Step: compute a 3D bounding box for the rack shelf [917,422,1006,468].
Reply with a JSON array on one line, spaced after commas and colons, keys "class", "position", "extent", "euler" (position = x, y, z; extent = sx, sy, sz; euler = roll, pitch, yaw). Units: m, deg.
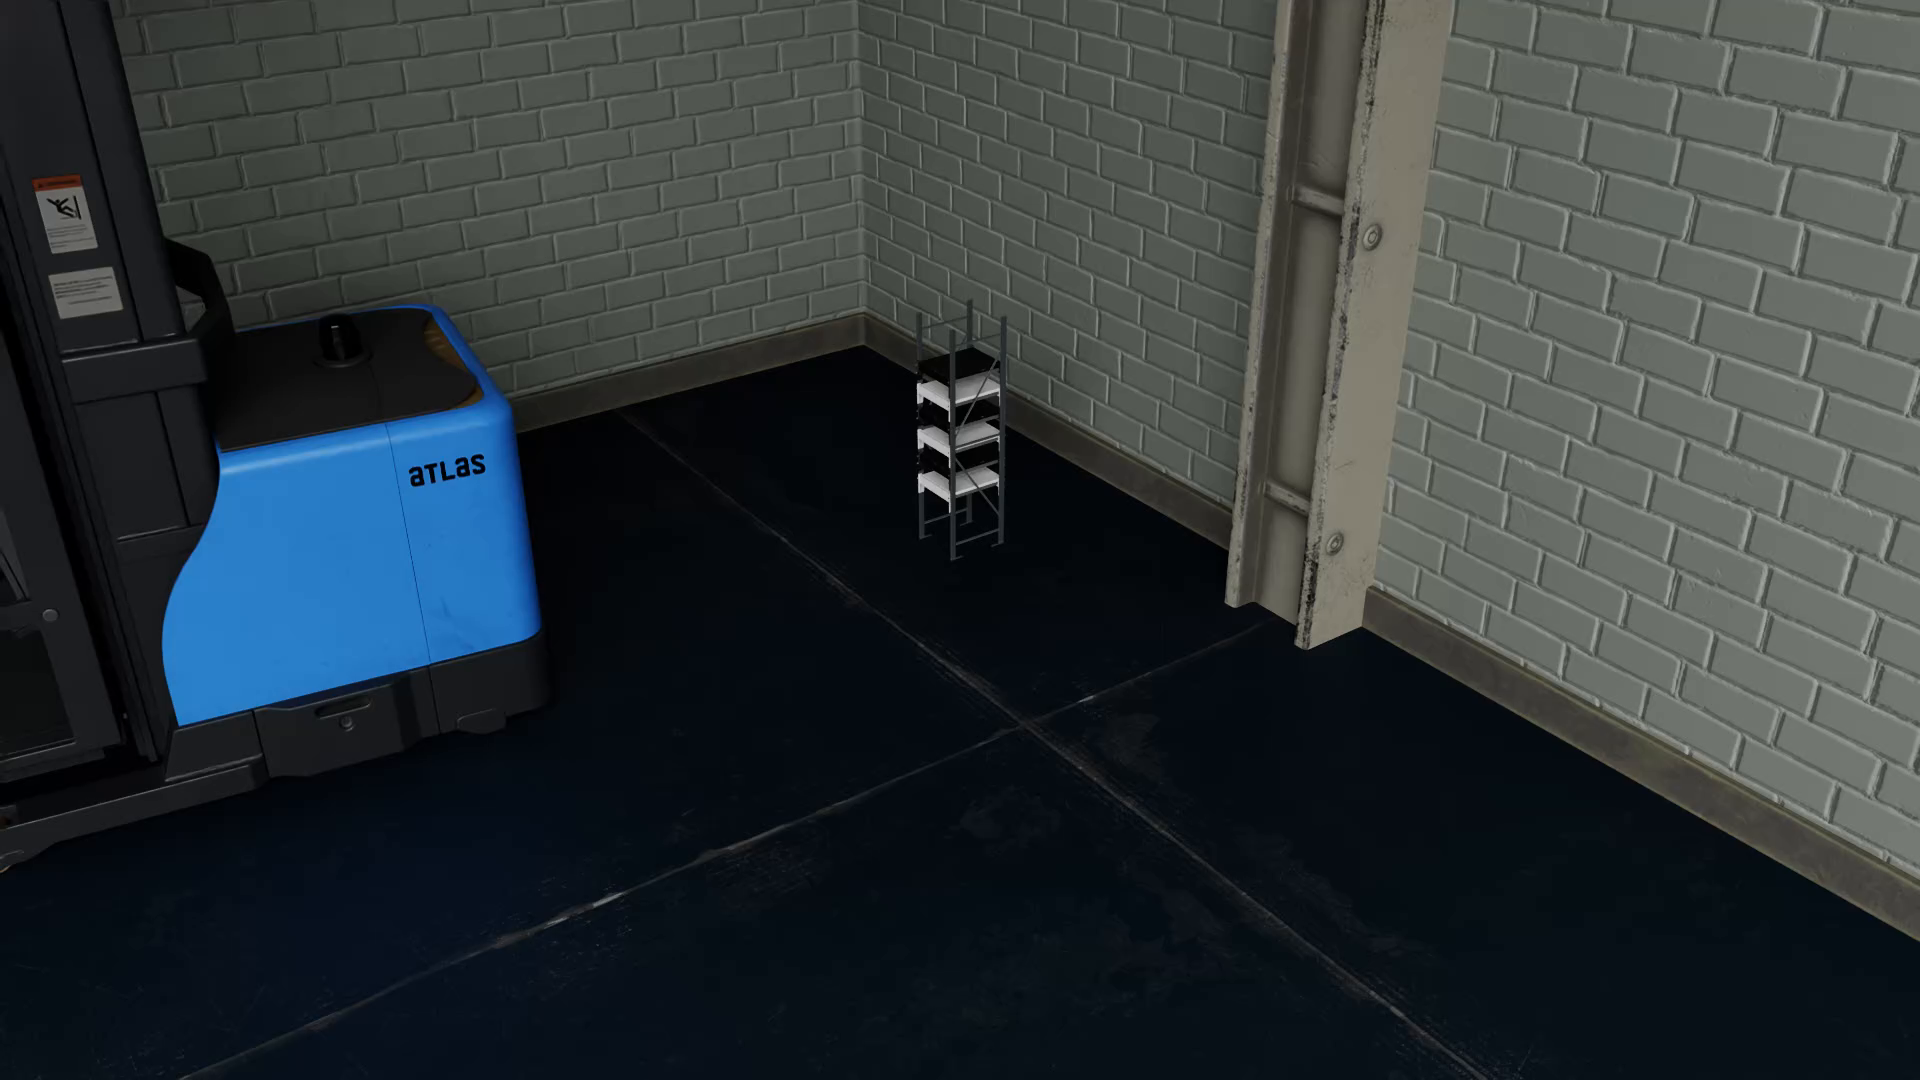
[{"class": "rack shelf", "position": [0.005, -0.363, 6.045], "extent": [0.258, 0.077, 0.200], "euler": [-19, 34, -31]}]

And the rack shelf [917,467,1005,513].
[{"class": "rack shelf", "position": [0.005, -0.205, 6.131], "extent": [0.258, 0.077, 0.200], "euler": [-19, 34, -31]}]

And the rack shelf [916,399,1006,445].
[{"class": "rack shelf", "position": [0.005, -0.442, 6.002], "extent": [0.258, 0.077, 0.200], "euler": [-19, 34, -31]}]

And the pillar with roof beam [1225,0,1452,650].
[{"class": "pillar with roof beam", "position": [-2.340, -2.512, 1.447], "extent": [9.100, 9.000, 0.400], "euler": [-19, 34, -31]}]

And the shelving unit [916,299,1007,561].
[{"class": "shelving unit", "position": [0.005, -0.392, 6.029], "extent": [0.258, 0.900, 0.210], "euler": [-19, 34, -31]}]

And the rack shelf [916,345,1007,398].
[{"class": "rack shelf", "position": [0.005, -0.600, 5.916], "extent": [0.258, 0.077, 0.200], "euler": [-19, 34, -31]}]

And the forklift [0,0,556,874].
[{"class": "forklift", "position": [-2.817, -0.610, 4.302], "extent": [3.031, 2.935, 1.130], "euler": [-14, 31, -24]}]

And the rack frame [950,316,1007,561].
[{"class": "rack frame", "position": [0.064, -0.353, 5.957], "extent": [0.240, 0.900, 0.006], "euler": [-19, 34, -31]}]

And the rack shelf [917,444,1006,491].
[{"class": "rack shelf", "position": [0.005, -0.284, 6.088], "extent": [0.258, 0.077, 0.200], "euler": [-19, 34, -31]}]

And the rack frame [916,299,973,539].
[{"class": "rack frame", "position": [-0.054, -0.432, 6.102], "extent": [0.240, 0.900, 0.006], "euler": [-19, 34, -31]}]

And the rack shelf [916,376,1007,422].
[{"class": "rack shelf", "position": [0.005, -0.521, 5.959], "extent": [0.258, 0.077, 0.200], "euler": [-19, 34, -31]}]
